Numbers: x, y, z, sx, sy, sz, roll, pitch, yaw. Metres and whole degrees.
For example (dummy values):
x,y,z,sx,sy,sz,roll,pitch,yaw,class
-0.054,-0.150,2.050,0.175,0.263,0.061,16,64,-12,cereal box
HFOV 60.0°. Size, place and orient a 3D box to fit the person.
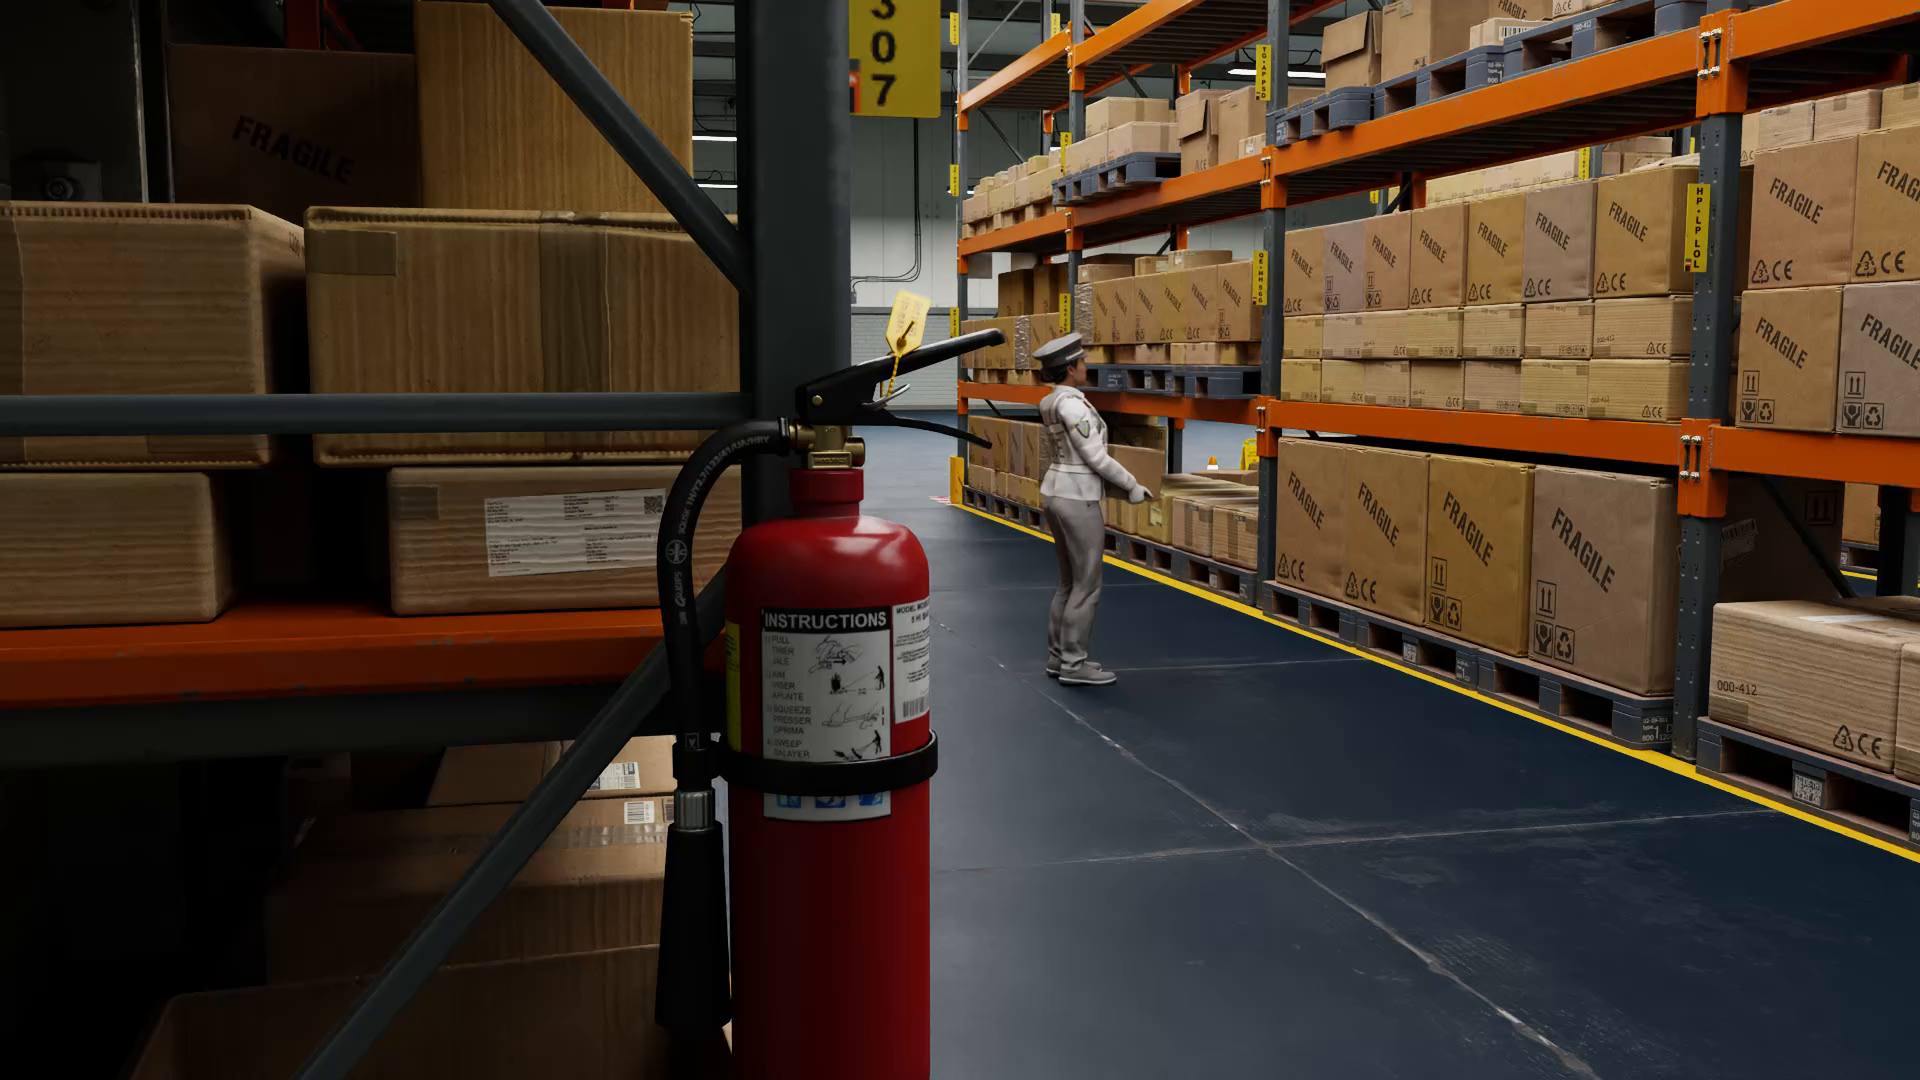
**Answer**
x,y,z,sx,sy,sz,roll,pitch,yaw,class
0.624,-0.158,8.026,0.551,1.686,0.459,-1,6,-12,person
